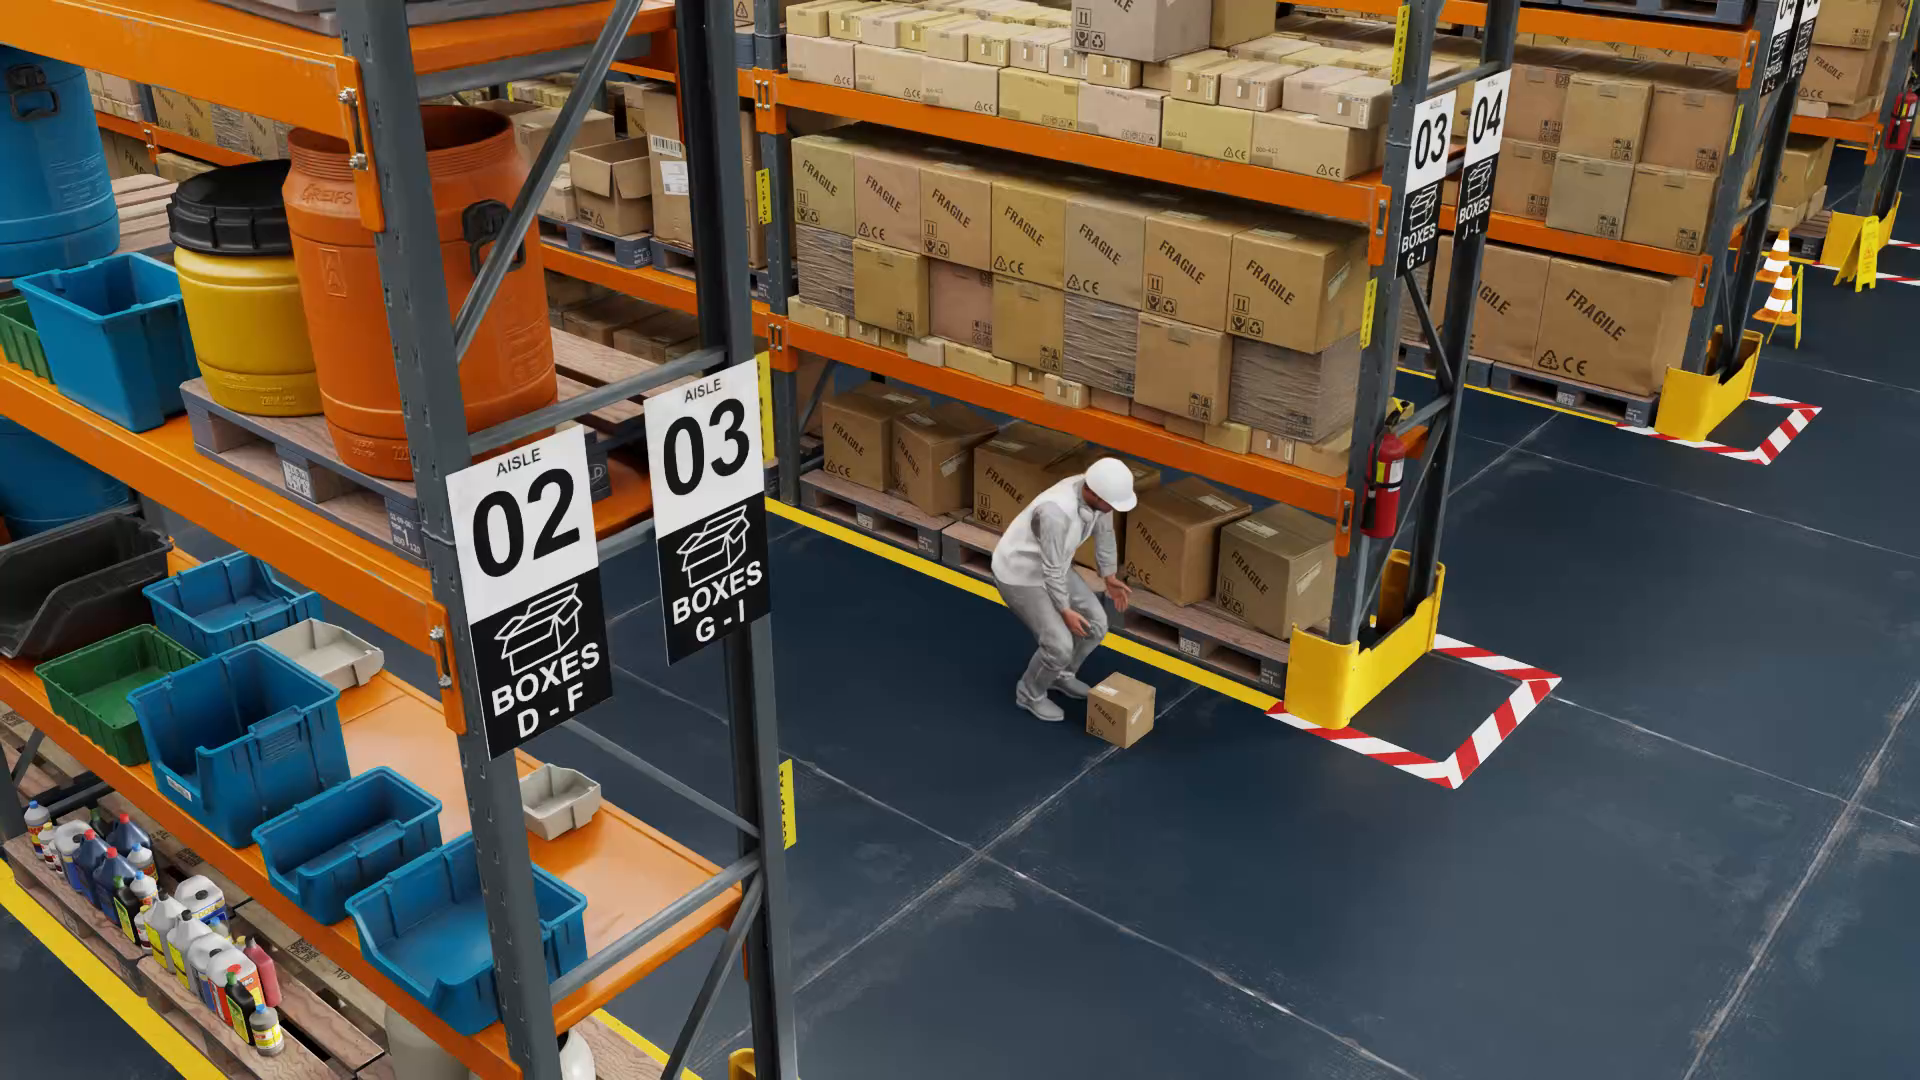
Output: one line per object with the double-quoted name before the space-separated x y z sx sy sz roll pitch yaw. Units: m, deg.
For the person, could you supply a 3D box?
"person" 0.544 0.197 8.535 0.734 1.478 0.591 20 33 34
